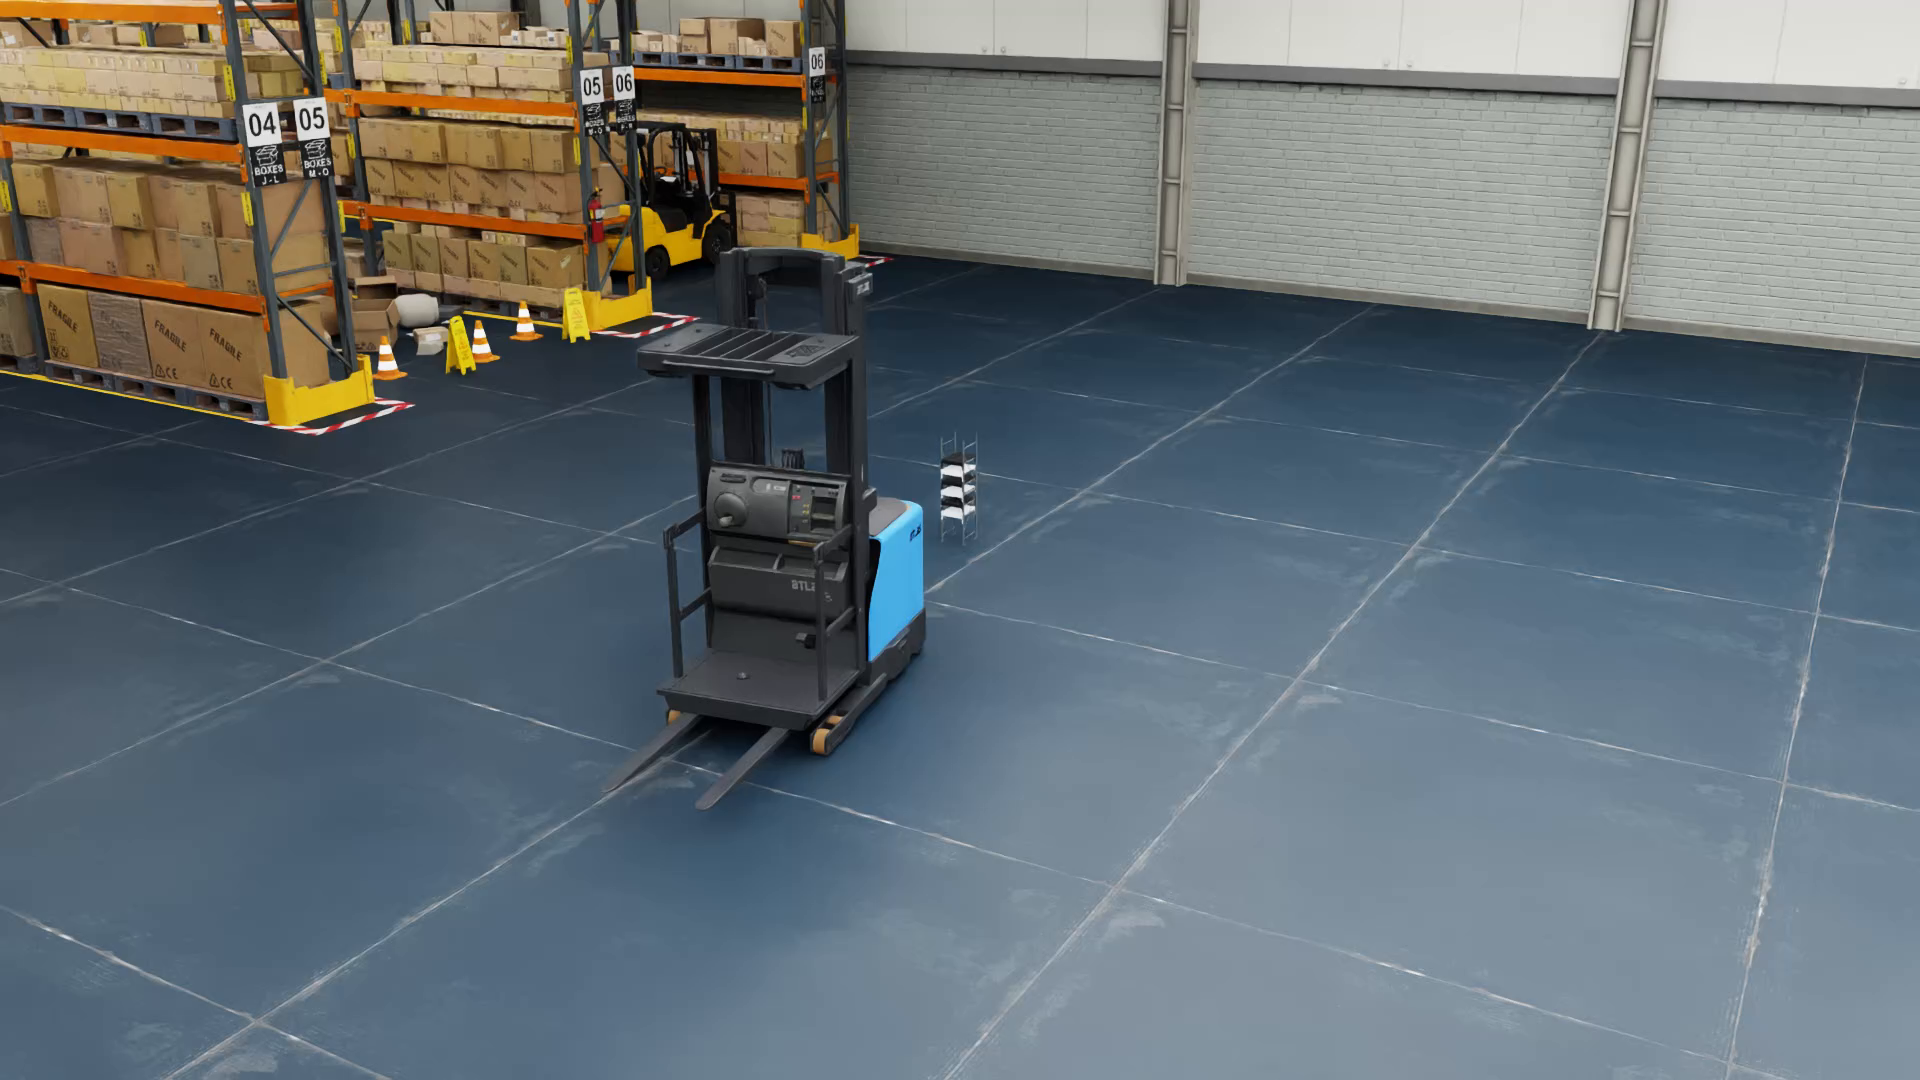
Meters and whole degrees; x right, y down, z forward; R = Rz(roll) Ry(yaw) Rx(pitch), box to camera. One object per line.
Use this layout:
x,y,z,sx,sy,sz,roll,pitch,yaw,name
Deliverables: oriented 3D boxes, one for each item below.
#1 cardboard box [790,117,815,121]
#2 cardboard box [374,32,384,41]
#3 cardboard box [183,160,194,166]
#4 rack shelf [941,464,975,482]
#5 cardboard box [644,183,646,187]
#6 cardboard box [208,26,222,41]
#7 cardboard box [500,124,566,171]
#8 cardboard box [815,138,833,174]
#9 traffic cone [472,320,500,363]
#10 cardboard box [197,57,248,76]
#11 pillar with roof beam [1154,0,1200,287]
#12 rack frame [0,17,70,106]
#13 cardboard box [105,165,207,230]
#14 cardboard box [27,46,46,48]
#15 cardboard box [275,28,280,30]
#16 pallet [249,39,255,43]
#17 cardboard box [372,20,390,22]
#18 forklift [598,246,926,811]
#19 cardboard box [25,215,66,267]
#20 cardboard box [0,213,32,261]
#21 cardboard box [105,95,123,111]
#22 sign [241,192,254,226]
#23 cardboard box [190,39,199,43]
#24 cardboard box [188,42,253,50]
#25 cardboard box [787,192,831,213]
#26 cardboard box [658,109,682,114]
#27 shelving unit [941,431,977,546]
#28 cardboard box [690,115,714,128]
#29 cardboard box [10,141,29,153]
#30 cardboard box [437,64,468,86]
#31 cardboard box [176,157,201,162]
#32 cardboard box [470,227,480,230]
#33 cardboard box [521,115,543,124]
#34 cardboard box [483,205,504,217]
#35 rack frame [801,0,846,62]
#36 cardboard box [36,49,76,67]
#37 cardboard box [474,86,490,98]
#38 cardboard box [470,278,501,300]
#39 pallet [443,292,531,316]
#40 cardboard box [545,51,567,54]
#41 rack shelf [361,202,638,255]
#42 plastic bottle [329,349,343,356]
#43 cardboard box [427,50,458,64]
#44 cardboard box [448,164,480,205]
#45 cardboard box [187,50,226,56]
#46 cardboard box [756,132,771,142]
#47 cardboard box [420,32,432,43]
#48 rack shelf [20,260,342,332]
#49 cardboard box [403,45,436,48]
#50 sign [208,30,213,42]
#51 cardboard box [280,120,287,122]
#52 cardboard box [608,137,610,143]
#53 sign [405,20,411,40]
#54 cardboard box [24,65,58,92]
-2.411,-6.417,25.623,0.250,0.149,0.380,12,23,29,cardboard box
-9.865,-8.688,28.654,0.250,0.149,0.380,11,23,28,cardboard box
-11.229,-5.565,24.561,0.250,0.149,0.380,9,22,24,cardboard box
-0.007,-0.562,13.665,0.200,0.077,0.258,11,23,27,rack shelf
-5.243,-5.609,26.880,0.500,0.250,0.500,10,22,26,cardboard box
-13.499,-9.307,30.509,0.500,0.250,0.500,10,22,25,cardboard box
-5.428,-5.028,21.278,0.500,0.500,0.700,11,23,28,cardboard box
-2.317,-5.955,25.737,0.500,0.500,0.500,12,23,29,cardboard box
-5.687,-2.373,19.728,0.334,0.463,0.336,11,23,27,traffic cone
-7.223,-4.641,16.297,0.250,0.149,0.380,11,23,28,cardboard box
0.950,-6.668,19.051,0.400,9.000,9.100,11,23,27,pillar with roof beam
-10.256,-6.260,17.925,0.127,3.000,1.000,11,23,27,rack frame
-8.543,-3.673,17.788,0.500,0.550,0.875,11,23,27,cardboard box
-13.980,-7.443,25.314,0.250,0.166,0.380,9,22,24,cardboard box
-11.952,-9.041,29.597,0.250,0.149,0.380,11,23,28,cardboard box
-11.962,-8.931,29.964,1.003,0.211,1.213,11,23,27,pallet
-10.086,-9.051,29.217,0.250,0.149,0.380,11,23,27,cardboard box
-1.213,-0.211,10.148,1.130,2.935,3.031,7,21,18,forklift
-9.928,-3.452,18.764,0.550,0.550,0.875,11,23,27,cardboard box
-10.842,-3.494,18.951,0.500,0.500,0.500,11,22,27,cardboard box
-8.550,-4.519,17.131,0.250,0.149,0.380,11,23,28,cardboard box
-7.040,-3.271,16.438,0.005,0.325,0.100,11,23,27,sign
-14.051,-9.227,30.872,0.250,0.149,0.380,11,23,28,cardboard box
-10.599,-6.892,23.920,0.500,0.500,0.700,11,23,27,cardboard box
-2.348,-5.254,25.901,0.500,0.250,0.500,10,22,26,cardboard box
-4.650,-6.843,26.796,0.250,0.149,0.380,11,22,27,cardboard box
-0.007,-0.424,13.715,0.210,0.900,0.258,11,23,27,shelving unit
-3.989,-6.532,25.939,0.250,0.149,0.380,11,23,28,cardboard box
-14.667,-6.268,26.232,0.500,0.250,0.500,10,22,26,cardboard box
-6.352,-6.001,21.395,0.500,0.250,0.500,11,23,28,cardboard box
-11.142,-5.836,24.355,0.500,0.500,0.500,10,22,26,cardboard box
-6.838,-4.085,23.044,0.500,0.500,0.500,11,23,28,cardboard box
-7.049,-6.955,27.541,0.250,0.149,0.380,11,23,28,cardboard box
-6.019,-4.337,21.791,0.250,0.149,0.380,11,22,27,cardboard box
-2.020,-8.563,24.276,0.127,3.000,1.000,11,23,27,rack frame
-9.438,-5.063,17.461,0.250,0.149,0.380,10,22,26,cardboard box
-5.990,-5.754,21.299,0.250,0.149,0.380,10,22,26,cardboard box
-6.183,-3.398,22.250,0.500,0.250,0.500,10,22,25,cardboard box
-6.257,-3.315,22.695,1.213,0.211,1.003,11,23,27,pallet
-5.065,-6.149,21.217,0.250,0.149,0.380,11,23,27,cardboard box
-6.184,-4.259,22.263,4.000,0.370,1.077,11,23,27,rack shelf
-7.457,-2.252,19.984,0.283,0.061,0.133,3,20,9,plastic bottle
-6.650,-6.247,21.488,0.250,0.149,0.380,10,22,26,cardboard box
-6.349,-4.719,21.892,0.500,0.500,0.500,11,23,28,cardboard box
-7.787,-5.005,17.302,0.250,0.149,0.380,10,22,26,cardboard box
-2.894,-6.164,25.362,0.250,0.149,0.380,11,23,28,cardboard box
-8.848,-8.470,27.997,0.250,0.166,0.380,11,23,27,cardboard box
-8.510,-2.769,18.154,4.000,0.370,1.077,11,23,27,rack shelf
-7.282,-6.589,22.430,0.250,0.149,0.380,10,22,26,cardboard box
-11.156,-7.410,24.736,0.005,0.325,0.100,11,23,27,sign
-9.856,-6.096,24.123,0.250,0.149,0.380,10,22,25,cardboard box
-6.066,-6.578,27.088,0.500,0.250,0.500,10,22,26,cardboard box
-9.271,-8.565,27.922,0.005,0.325,0.100,11,23,27,sign
-9.524,-4.915,17.639,0.500,0.250,0.500,11,22,27,cardboard box
